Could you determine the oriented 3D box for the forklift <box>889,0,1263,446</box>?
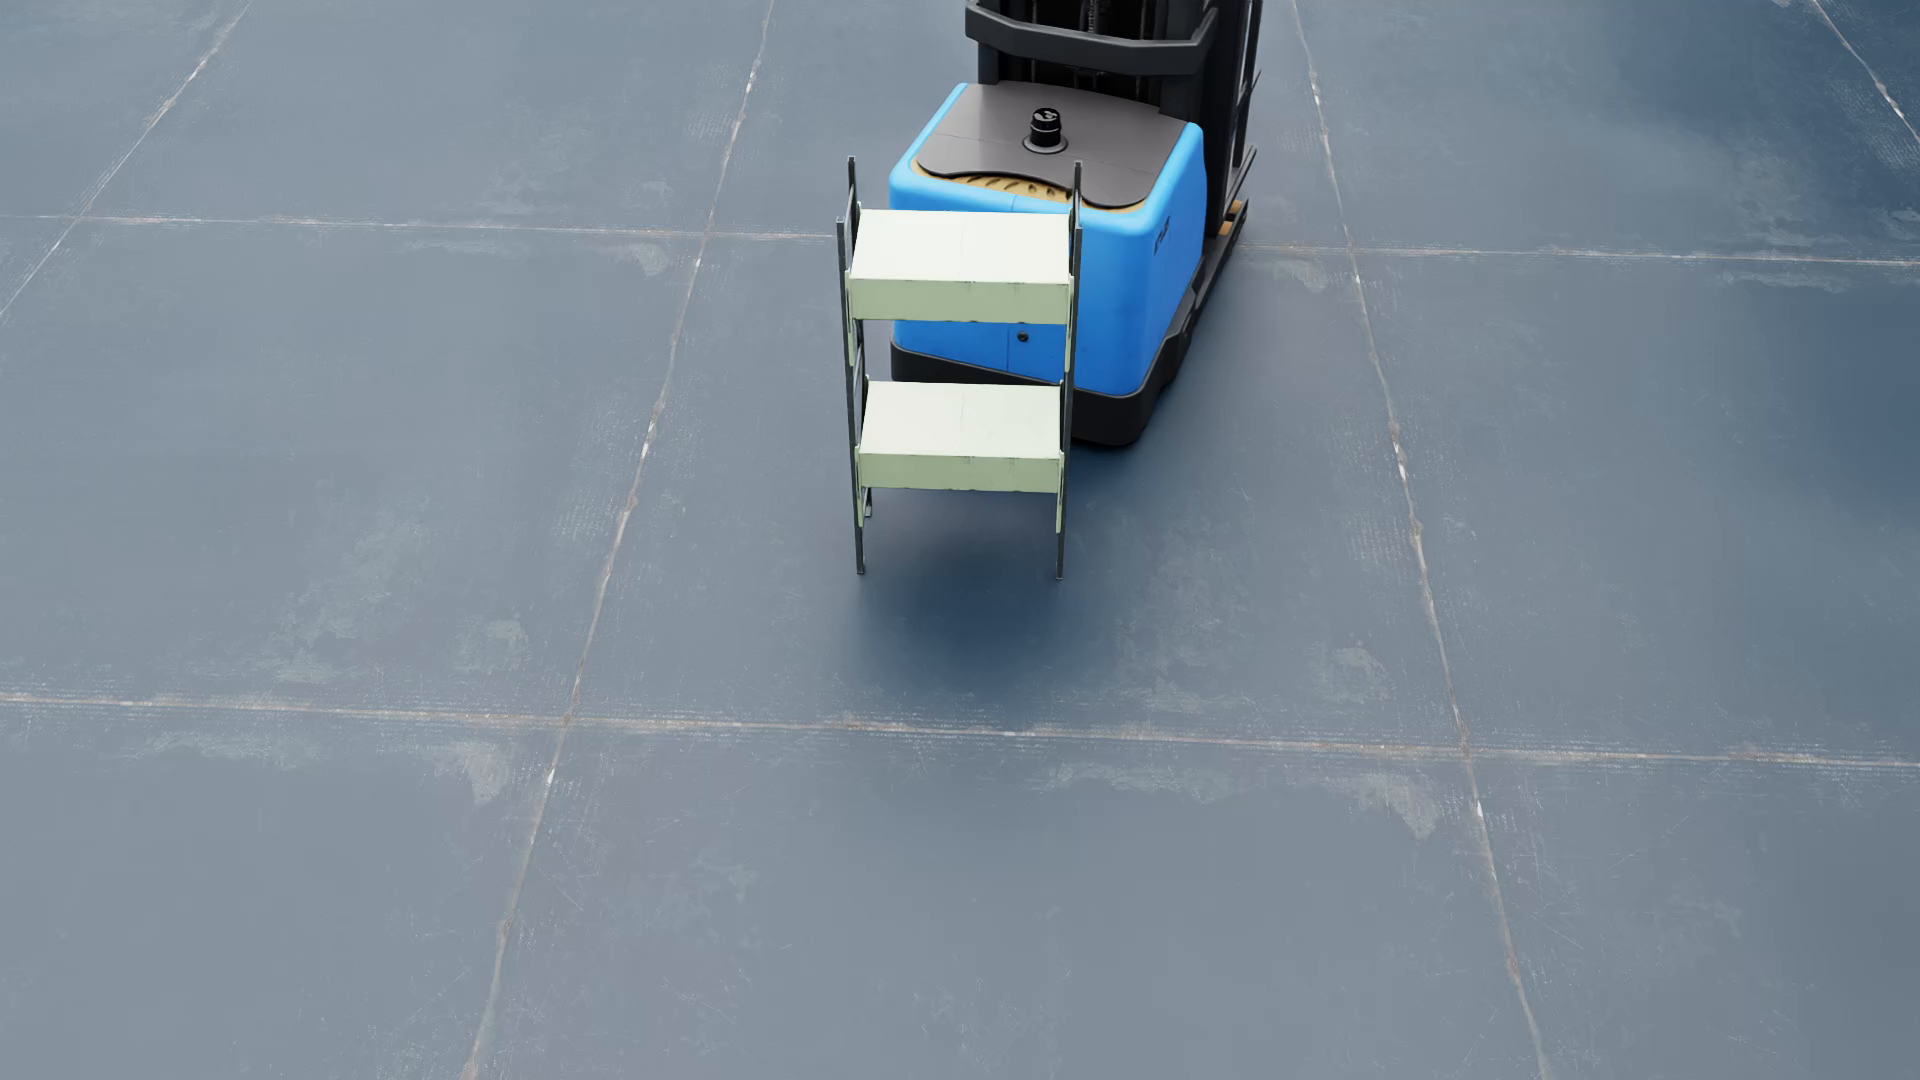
[{"bbox_3d":[0.704,-2.461,6.742,1.130,2.935,3.031,14,45,15],"label":"forklift"}]

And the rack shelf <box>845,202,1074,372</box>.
[{"bbox_3d":[0.007,-0.834,5.473,0.720,0.370,0.431,2,43,2],"label":"rack shelf"}]

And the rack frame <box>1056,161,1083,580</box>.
[{"bbox_3d":[0.372,-0.537,5.727,0.023,1.500,0.400,2,43,2],"label":"rack frame"}]

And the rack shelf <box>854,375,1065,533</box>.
[{"bbox_3d":[0.007,-0.310,5.961,0.720,0.370,0.431,2,43,2],"label":"rack shelf"}]

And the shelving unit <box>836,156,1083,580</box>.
[{"bbox_3d":[0.007,-0.549,5.739,0.755,1.500,0.431,2,43,2],"label":"shelving unit"}]

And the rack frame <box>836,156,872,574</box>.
[{"bbox_3d":[-0.359,-0.560,5.751,0.023,1.500,0.400,2,43,2],"label":"rack frame"}]
